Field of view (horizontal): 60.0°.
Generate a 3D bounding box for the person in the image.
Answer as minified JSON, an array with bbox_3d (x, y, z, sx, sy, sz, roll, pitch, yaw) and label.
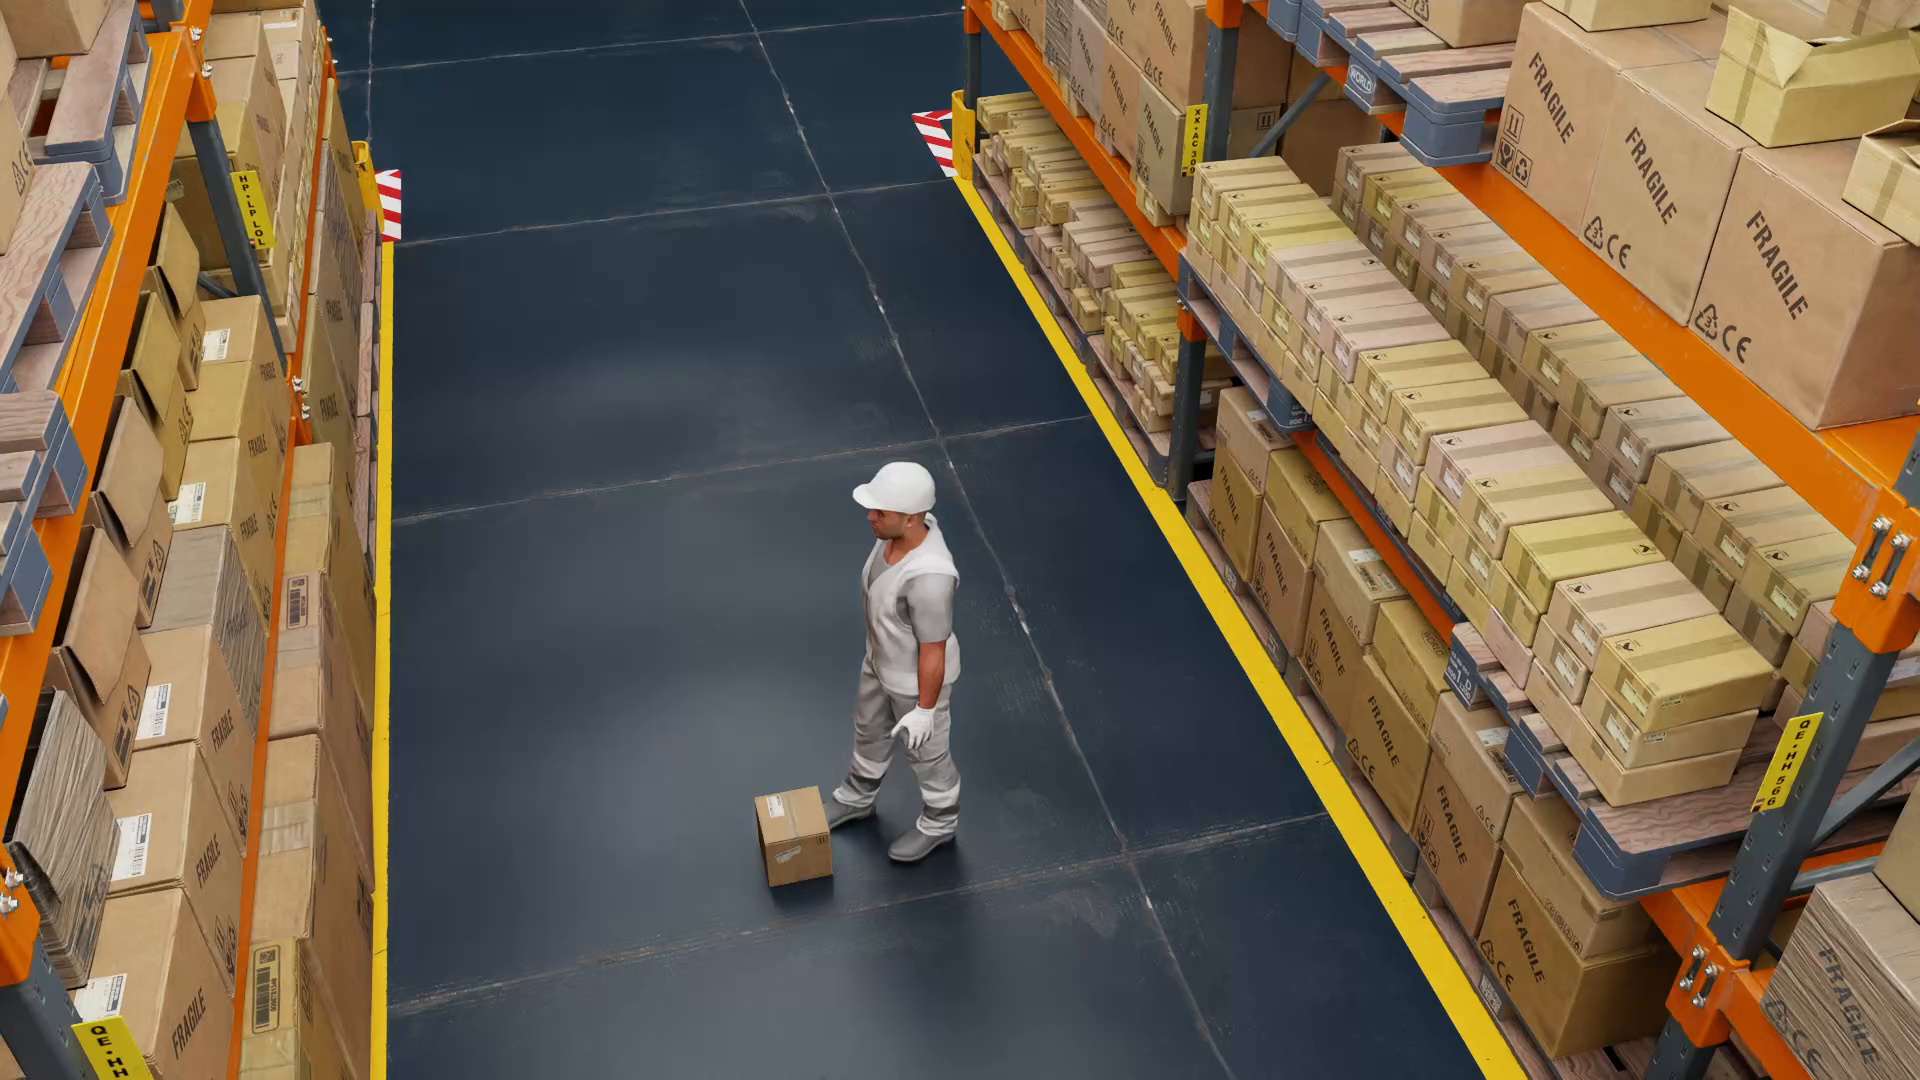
[{"bbox_3d":[-0.293,0.500,6.037,0.584,1.787,0.574,-13,40,-16],"label":"person"}]
